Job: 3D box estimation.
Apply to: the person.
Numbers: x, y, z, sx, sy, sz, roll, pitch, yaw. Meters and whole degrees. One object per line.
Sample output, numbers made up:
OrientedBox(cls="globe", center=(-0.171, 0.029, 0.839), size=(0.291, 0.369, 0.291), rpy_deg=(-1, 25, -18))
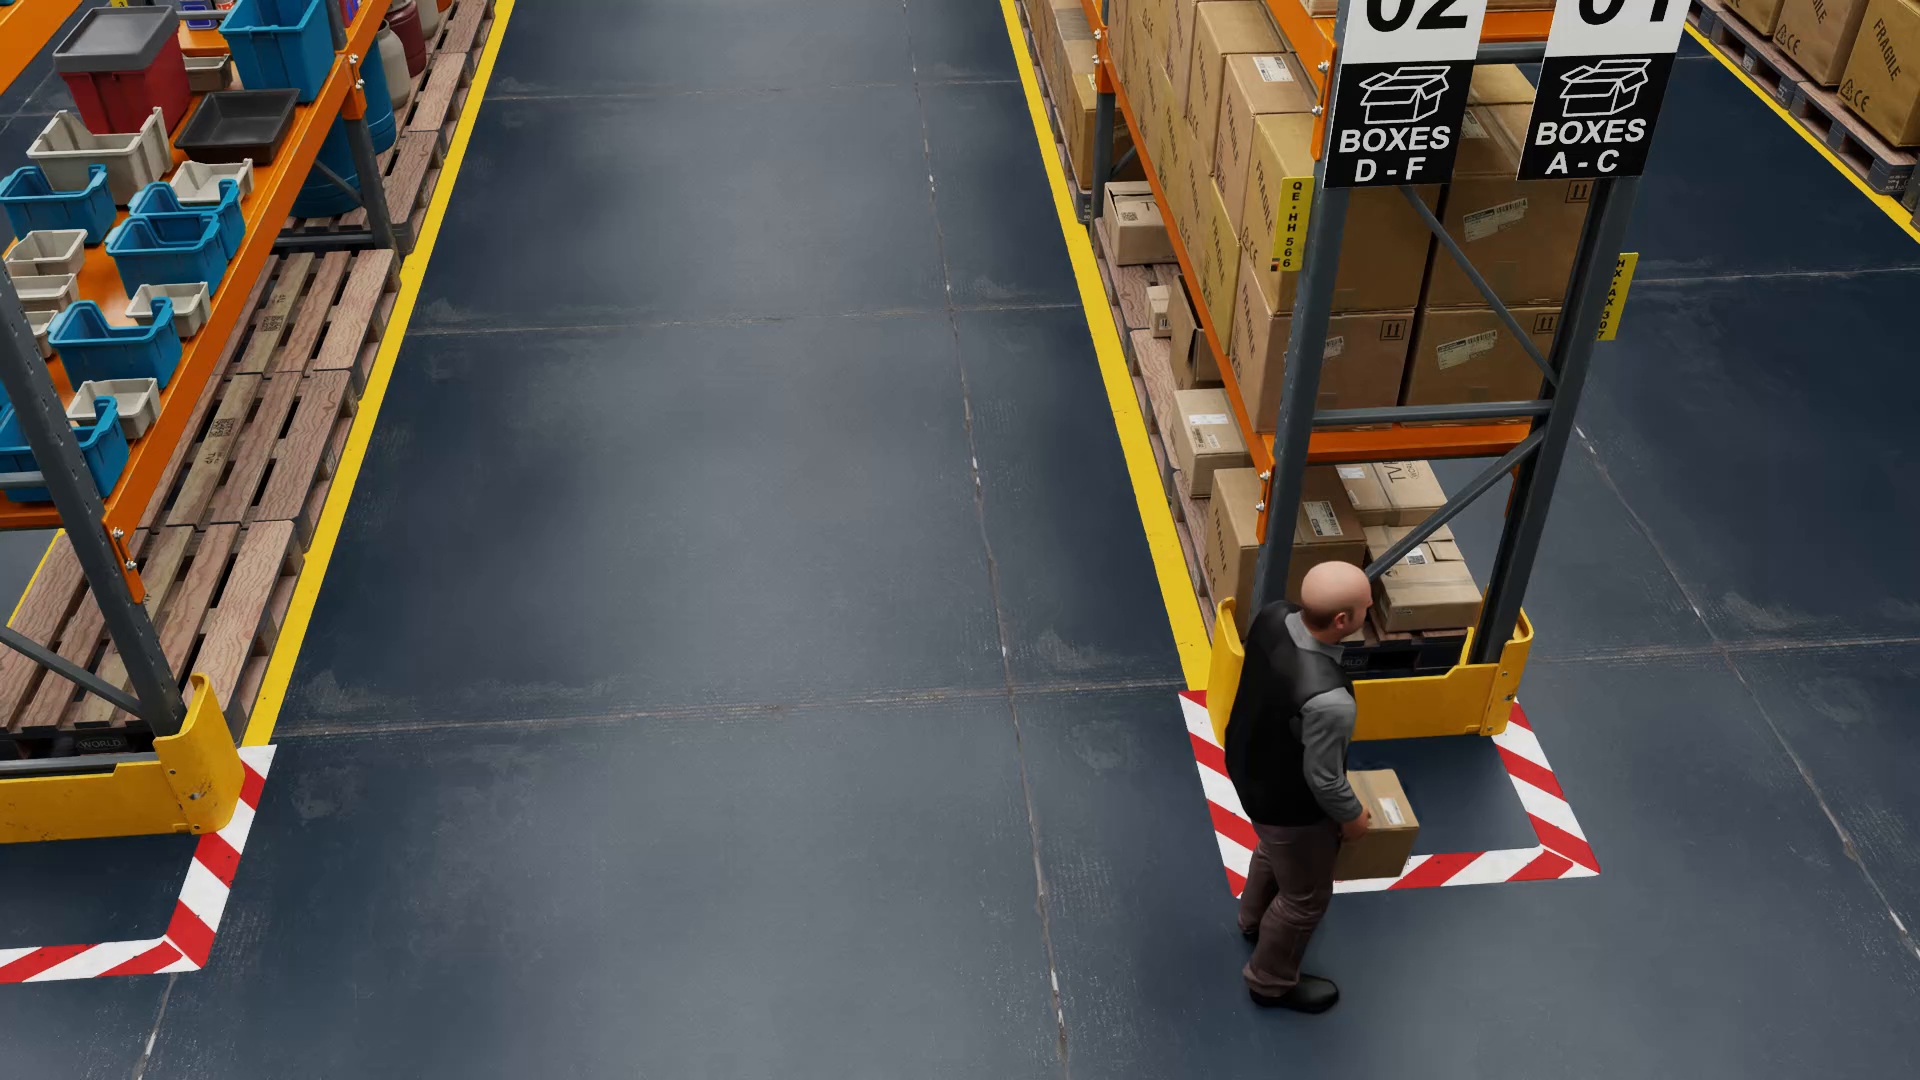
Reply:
OrientedBox(cls="person", center=(1.062, 0.758, 5.229), size=(0.471, 1.726, 0.556), rpy_deg=(-5, 39, -7))
